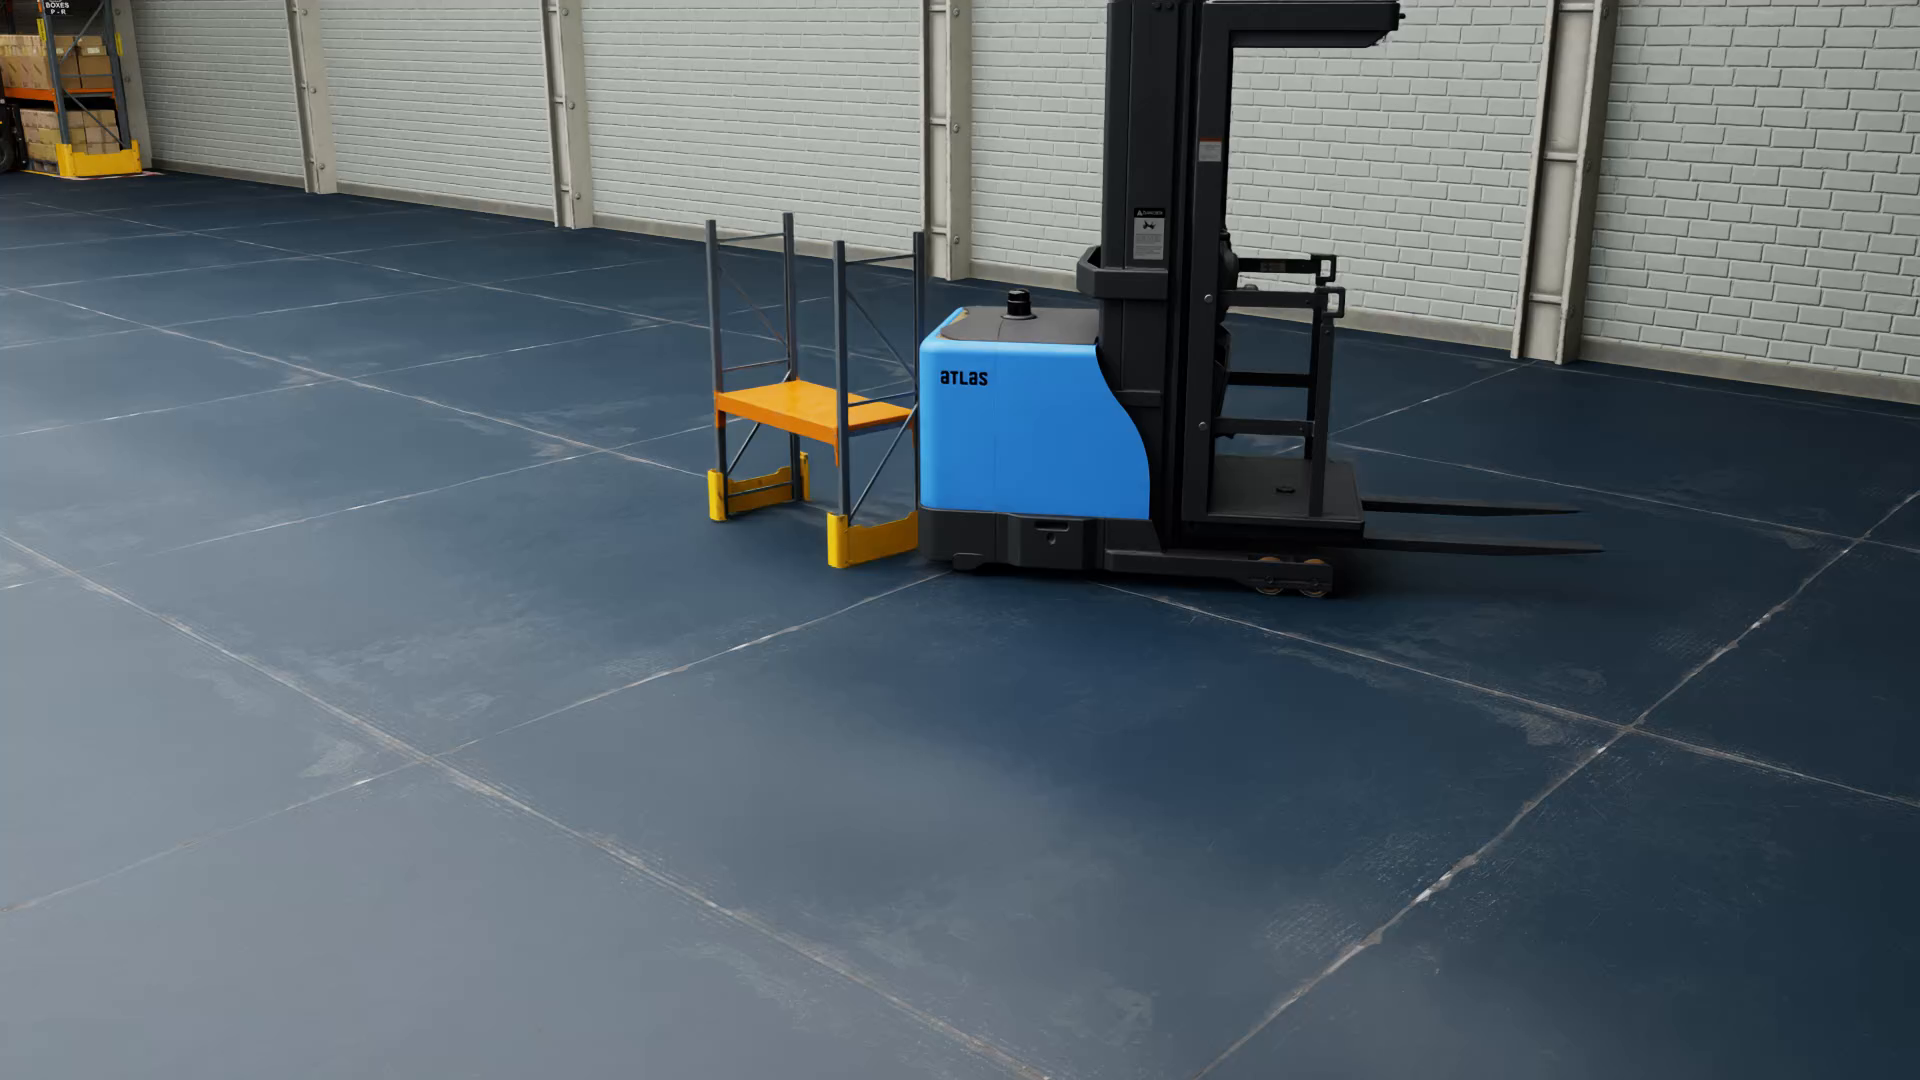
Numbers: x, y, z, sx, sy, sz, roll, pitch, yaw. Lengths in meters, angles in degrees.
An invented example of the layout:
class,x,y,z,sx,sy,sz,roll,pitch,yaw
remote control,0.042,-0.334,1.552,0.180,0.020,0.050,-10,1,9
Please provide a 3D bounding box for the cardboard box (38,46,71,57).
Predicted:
class,x,y,z,sx,sy,sz,roll,pitch,yaw
cardboard box,-14.121,-7.623,25.936,0.250,0.149,0.380,15,23,40

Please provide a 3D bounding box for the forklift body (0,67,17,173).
class,x,y,z,sx,sy,sz,roll,pitch,yaw
forklift body,-16.305,-6.824,26.057,1.214,2.155,2.313,15,23,39

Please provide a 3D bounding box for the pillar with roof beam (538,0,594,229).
class,x,y,z,sx,sy,sz,roll,pitch,yaw
pillar with roof beam,-7.481,-7.080,15.544,0.400,9.000,9.100,15,23,39

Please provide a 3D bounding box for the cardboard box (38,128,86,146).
class,x,y,z,sx,sy,sz,roll,pitch,yaw
cardboard box,-14.248,-6.415,26.391,0.500,0.250,0.500,15,23,39

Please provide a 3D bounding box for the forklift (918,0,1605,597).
class,x,y,z,sx,sy,sz,roll,pitch,yaw
forklift,1.373,-1.319,7.421,3.031,2.935,1.130,3,18,10

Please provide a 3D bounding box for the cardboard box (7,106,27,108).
class,x,y,z,sx,sy,sz,roll,pitch,yaw
cardboard box,-15.759,-7.059,27.594,0.500,0.250,0.500,16,24,41

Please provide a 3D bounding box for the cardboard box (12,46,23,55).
class,x,y,z,sx,sy,sz,roll,pitch,yaw
cardboard box,-14.895,-7.829,26.584,0.250,0.149,0.380,14,22,38

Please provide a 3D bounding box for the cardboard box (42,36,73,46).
class,x,y,z,sx,sy,sz,roll,pitch,yaw
cardboard box,-14.084,-7.783,25.948,0.250,0.149,0.380,15,23,39

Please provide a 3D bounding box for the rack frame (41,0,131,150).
class,x,y,z,sx,sy,sz,roll,pitch,yaw
rack frame,-13.676,-7.260,26.030,0.127,3.000,1.000,15,23,39

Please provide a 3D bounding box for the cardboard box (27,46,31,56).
class,x,y,z,sx,sy,sz,roll,pitch,yaw
cardboard box,-14.486,-7.734,26.284,0.250,0.149,0.380,16,23,40

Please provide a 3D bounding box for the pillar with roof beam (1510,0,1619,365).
class,x,y,z,sx,sy,sz,roll,pitch,yaw
pillar with roof beam,1.494,-4.671,7.952,0.400,9.000,9.100,15,23,39

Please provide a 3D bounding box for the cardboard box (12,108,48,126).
class,x,y,z,sx,sy,sz,roll,pitch,yaw
cardboard box,-14.997,-6.848,26.931,0.500,0.250,0.500,15,23,40

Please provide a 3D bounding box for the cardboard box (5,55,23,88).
class,x,y,z,sx,sy,sz,roll,pitch,yaw
cardboard box,-14.984,-7.556,26.797,0.500,0.500,0.500,14,23,38

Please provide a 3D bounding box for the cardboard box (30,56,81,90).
class,x,y,z,sx,sy,sz,roll,pitch,yaw
cardboard box,-14.219,-7.347,26.139,0.500,0.500,0.500,14,23,38

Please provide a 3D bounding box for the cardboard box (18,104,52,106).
class,x,y,z,sx,sy,sz,roll,pitch,yaw
cardboard box,-15.783,-7.276,28.278,0.500,0.250,0.500,15,23,38

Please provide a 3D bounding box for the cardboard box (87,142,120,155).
class,x,y,z,sx,sy,sz,roll,pitch,yaw
cardboard box,-13.914,-6.293,26.832,0.500,0.250,0.500,15,23,39

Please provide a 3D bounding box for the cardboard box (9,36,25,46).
class,x,y,z,sx,sy,sz,roll,pitch,yaw
cardboard box,-14.908,-7.966,26.524,0.250,0.149,0.380,16,23,41

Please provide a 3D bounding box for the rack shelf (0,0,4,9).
class,x,y,z,sx,sy,sz,roll,pitch,yaw
rack shelf,-18.164,-9.552,29.481,4.000,0.370,1.077,15,23,39

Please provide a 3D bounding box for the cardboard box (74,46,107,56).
class,x,y,z,sx,sy,sz,roll,pitch,yaw
cardboard box,-13.758,-7.744,26.316,0.250,0.149,0.380,14,23,38

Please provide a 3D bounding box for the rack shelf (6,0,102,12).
class,x,y,z,sx,sy,sz,roll,pitch,yaw
rack shelf,-15.172,-8.749,26.950,4.000,0.370,1.077,15,23,39

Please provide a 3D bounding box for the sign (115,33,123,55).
class,x,y,z,sx,sy,sz,roll,pitch,yaw
sign,-13.303,-7.835,26.279,0.005,0.325,0.100,15,23,39

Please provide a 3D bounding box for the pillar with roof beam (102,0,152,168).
class,x,y,z,sx,sy,sz,roll,pitch,yaw
pillar with roof beam,-16.456,-9.489,23.136,0.400,9.000,9.100,15,23,39

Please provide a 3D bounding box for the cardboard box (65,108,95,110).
class,x,y,z,sx,sy,sz,roll,pitch,yaw
cardboard box,-14.286,-6.865,26.983,0.500,0.250,0.500,15,23,39

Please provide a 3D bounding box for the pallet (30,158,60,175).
class,x,y,z,sx,sy,sz,roll,pitch,yaw
pallet,-14.276,-6.075,26.905,1.213,0.211,1.003,15,23,39

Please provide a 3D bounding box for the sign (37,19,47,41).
class,x,y,z,sx,sy,sz,roll,pitch,yaw
sign,-14.047,-7.805,25.441,0.005,0.325,0.100,15,23,39

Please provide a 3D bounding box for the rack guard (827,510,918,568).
class,x,y,z,sx,sy,sz,roll,pitch,yaw
rack guard,-0.373,-0.054,7.870,0.587,0.250,0.087,-15,23,-39

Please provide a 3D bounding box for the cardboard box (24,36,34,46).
class,x,y,z,sx,sy,sz,roll,pitch,yaw
cardboard box,-14.503,-7.872,26.228,0.250,0.149,0.380,16,23,40

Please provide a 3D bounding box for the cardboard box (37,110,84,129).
class,x,y,z,sx,sy,sz,roll,pitch,yaw
cardboard box,-14.228,-6.648,26.300,0.500,0.250,0.500,16,24,41

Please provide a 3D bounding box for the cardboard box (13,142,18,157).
class,x,y,z,sx,sy,sz,roll,pitch,yaw
cardboard box,-15.375,-6.476,27.411,0.500,0.250,0.500,16,24,41

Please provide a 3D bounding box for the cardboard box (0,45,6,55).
class,x,y,z,sx,sy,sz,roll,pitch,yaw
cardboard box,-15.461,-7.982,27.065,0.250,0.149,0.380,14,23,38

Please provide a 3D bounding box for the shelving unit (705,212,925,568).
class,x,y,z,sx,sy,sz,roll,pitch,yaw
shelving unit,-0.702,-0.763,8.037,0.587,1.500,1.083,-15,23,-39

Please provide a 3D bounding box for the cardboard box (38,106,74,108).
class,x,y,z,sx,sy,sz,roll,pitch,yaw
cardboard box,-15.032,-7.072,27.636,0.500,0.250,0.500,14,23,38

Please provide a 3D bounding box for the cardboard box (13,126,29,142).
class,x,y,z,sx,sy,sz,roll,pitch,yaw
cardboard box,-15.016,-6.617,27.028,0.500,0.250,0.500,14,23,38

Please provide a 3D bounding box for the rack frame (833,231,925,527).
class,x,y,z,sx,sy,sz,roll,pitch,yaw
rack frame,-0.360,-0.646,7.667,0.500,1.500,0.032,-15,23,-39

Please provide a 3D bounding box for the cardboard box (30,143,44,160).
class,x,y,z,sx,sy,sz,roll,pitch,yaw
cardboard box,-14.603,-6.275,26.775,0.500,0.250,0.500,15,23,39
